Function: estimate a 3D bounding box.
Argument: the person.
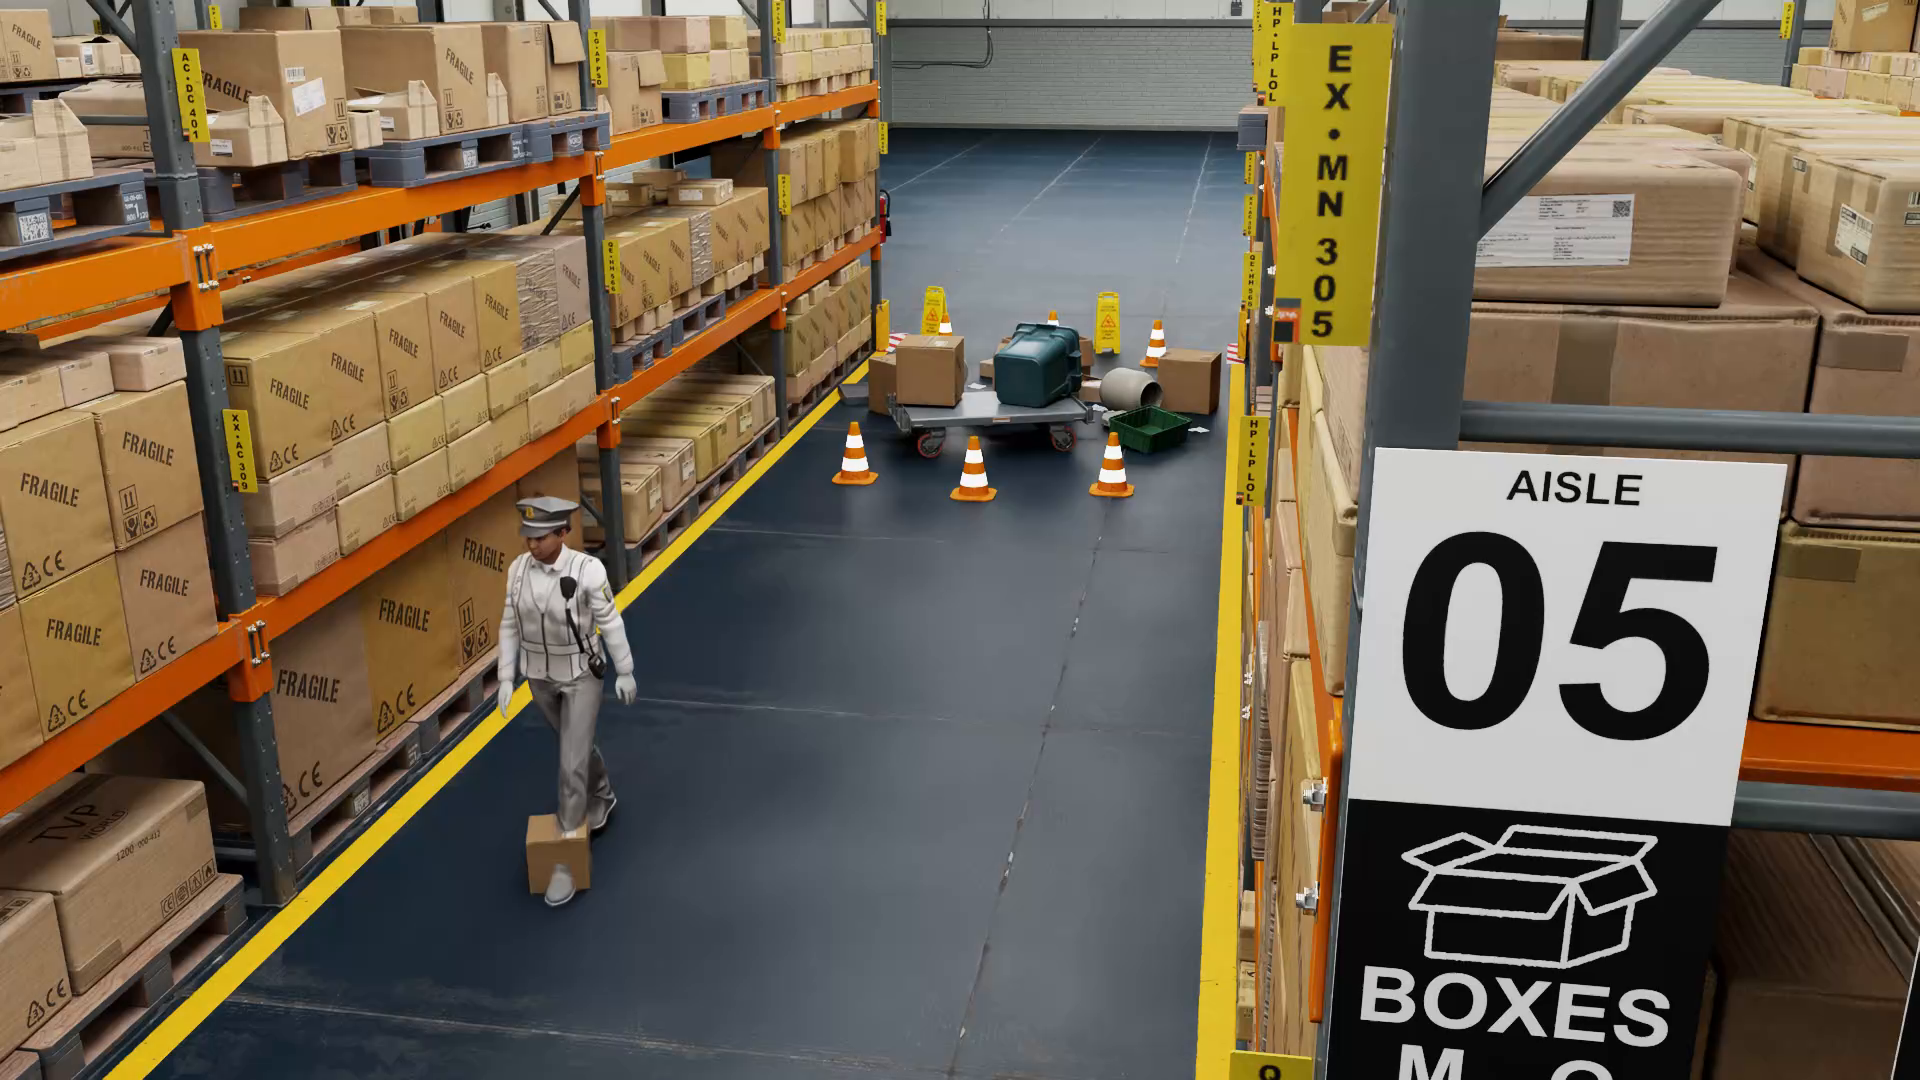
[{"bbox_3d":[-1.735,0.616,7.145,0.549,1.640,0.880,5,19,15],"label":"person"}]
